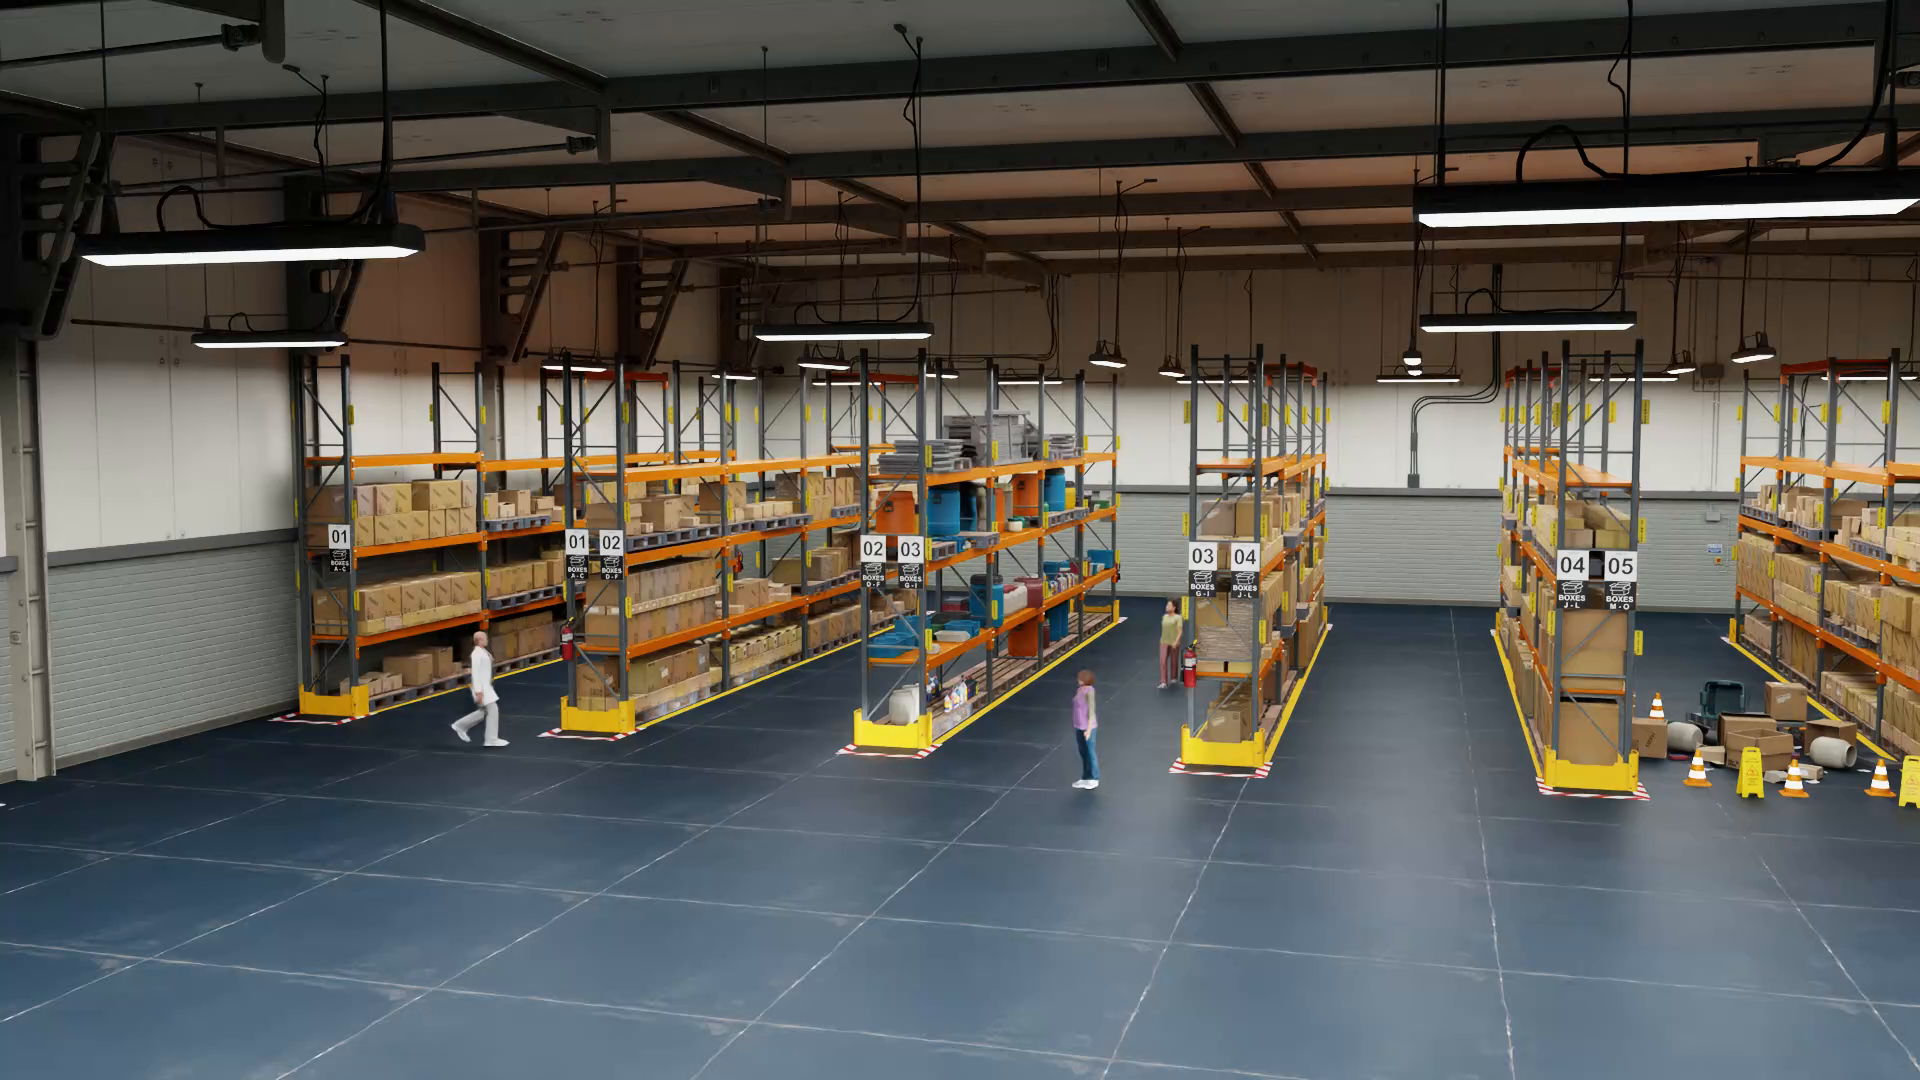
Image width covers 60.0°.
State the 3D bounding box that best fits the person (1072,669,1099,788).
[{"bbox_3d":[1.699,2.553,22.323,0.357,1.588,0.481,-2,5,-25],"label":"person"}]

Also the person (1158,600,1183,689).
[{"bbox_3d":[3.862,1.900,30.422,0.430,1.610,1.039,1,4,13],"label":"person"}]

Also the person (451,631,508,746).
[{"bbox_3d":[-7.271,2.243,25.094,0.891,1.741,0.651,0,4,-3],"label":"person"}]
